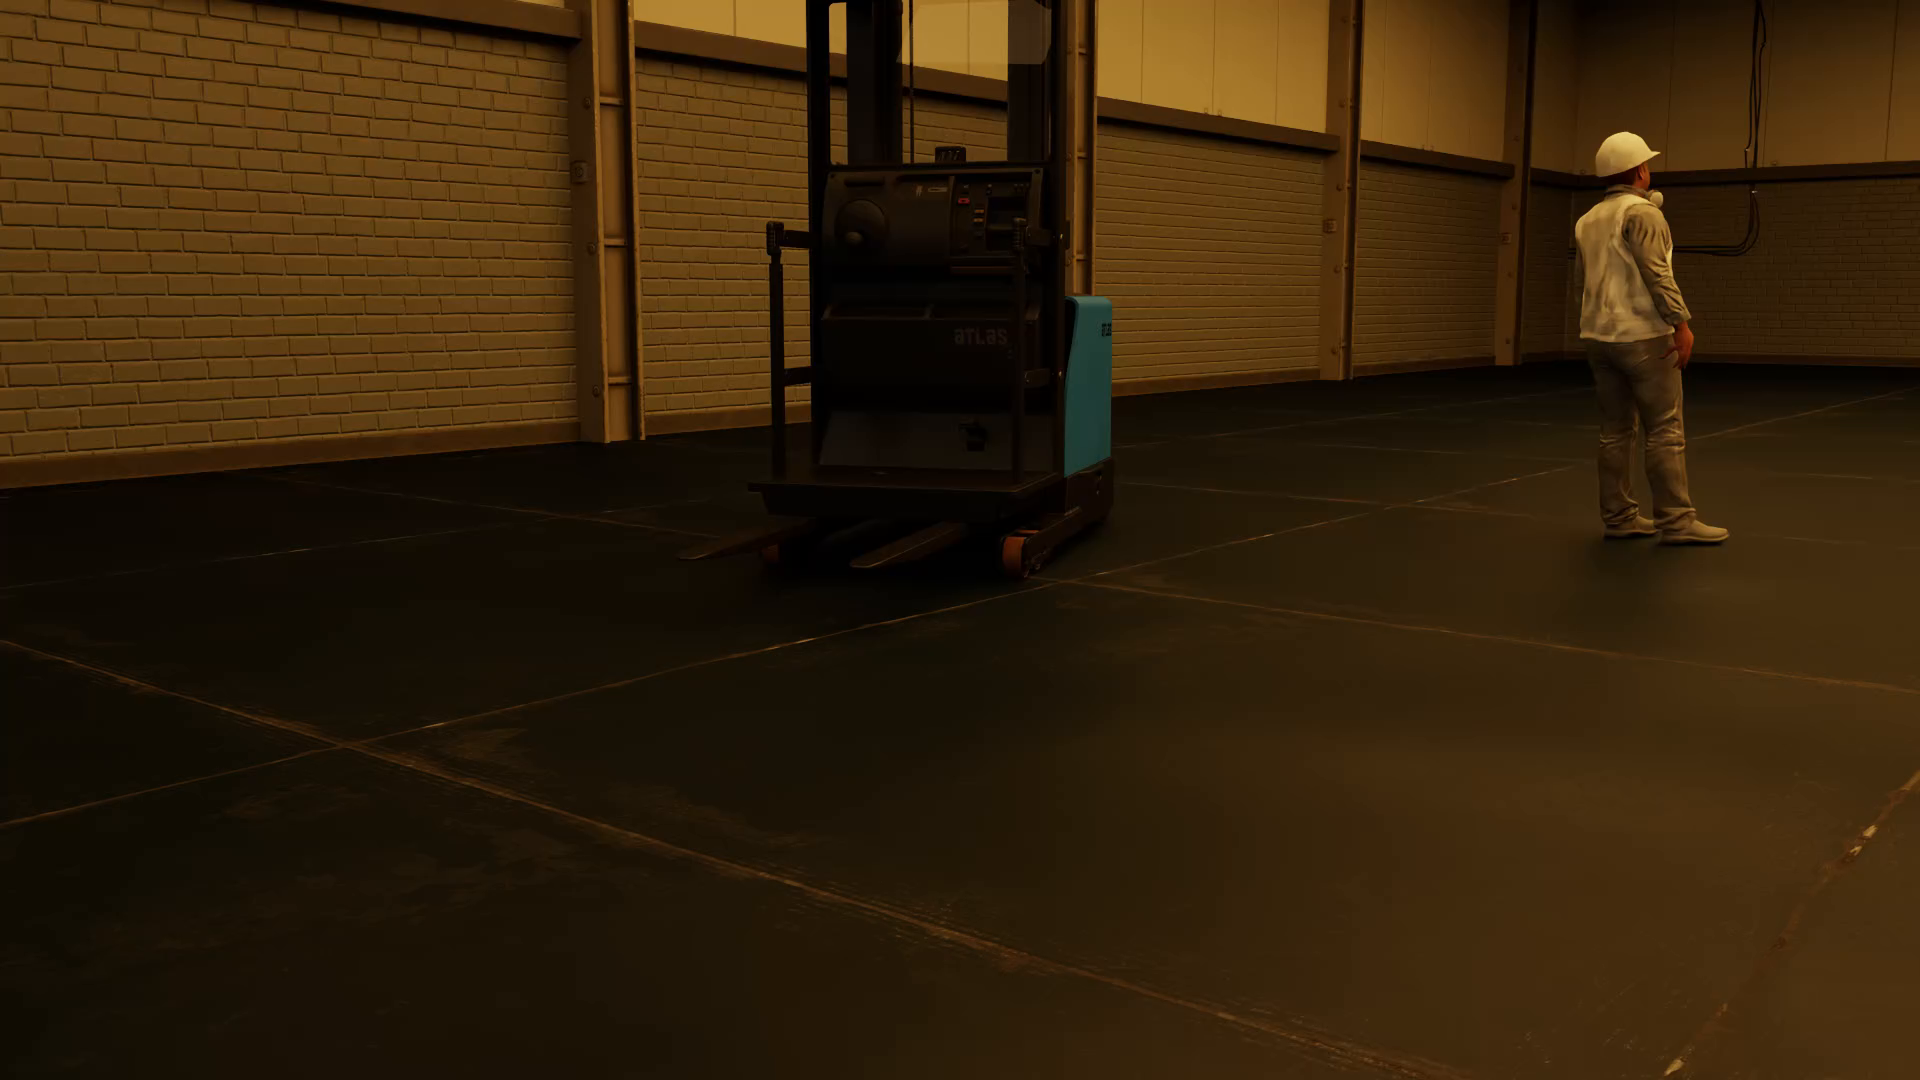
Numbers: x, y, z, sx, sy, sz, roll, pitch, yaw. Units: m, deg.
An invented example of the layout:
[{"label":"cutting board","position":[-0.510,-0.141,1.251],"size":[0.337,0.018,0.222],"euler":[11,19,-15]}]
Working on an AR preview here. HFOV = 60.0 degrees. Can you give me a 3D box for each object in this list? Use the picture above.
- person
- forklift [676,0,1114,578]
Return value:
[{"label":"person","position":[3.028,-0.895,7.350],"size":[0.565,1.774,0.628],"euler":[-2,9,-16]},{"label":"forklift","position":[-0.176,-1.366,6.616],"size":[1.130,2.935,3.031],"euler":[3,9,17]}]
